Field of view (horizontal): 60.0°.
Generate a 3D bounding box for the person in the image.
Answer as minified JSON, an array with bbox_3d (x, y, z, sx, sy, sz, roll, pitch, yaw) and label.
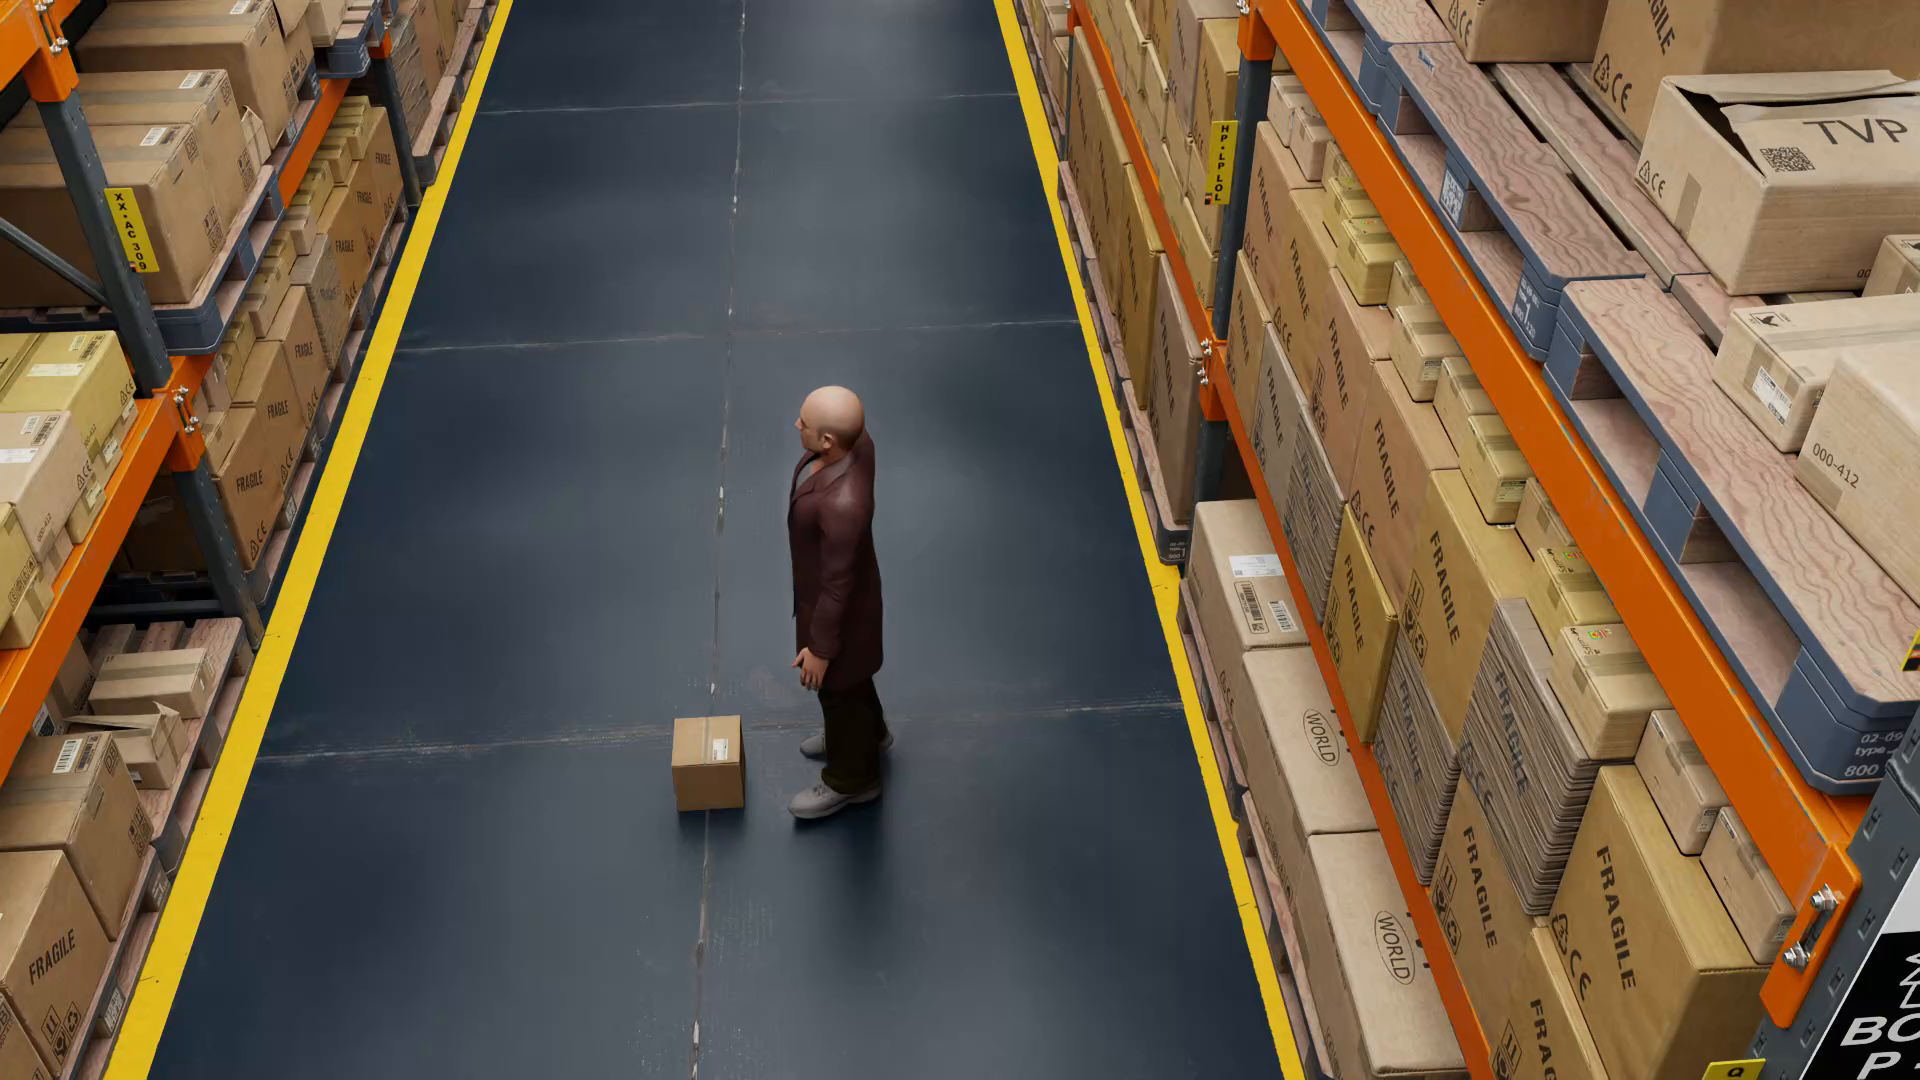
[{"bbox_3d":[-0.454,0.237,5.863,0.411,1.818,0.640,-3,39,-3],"label":"person"}]
